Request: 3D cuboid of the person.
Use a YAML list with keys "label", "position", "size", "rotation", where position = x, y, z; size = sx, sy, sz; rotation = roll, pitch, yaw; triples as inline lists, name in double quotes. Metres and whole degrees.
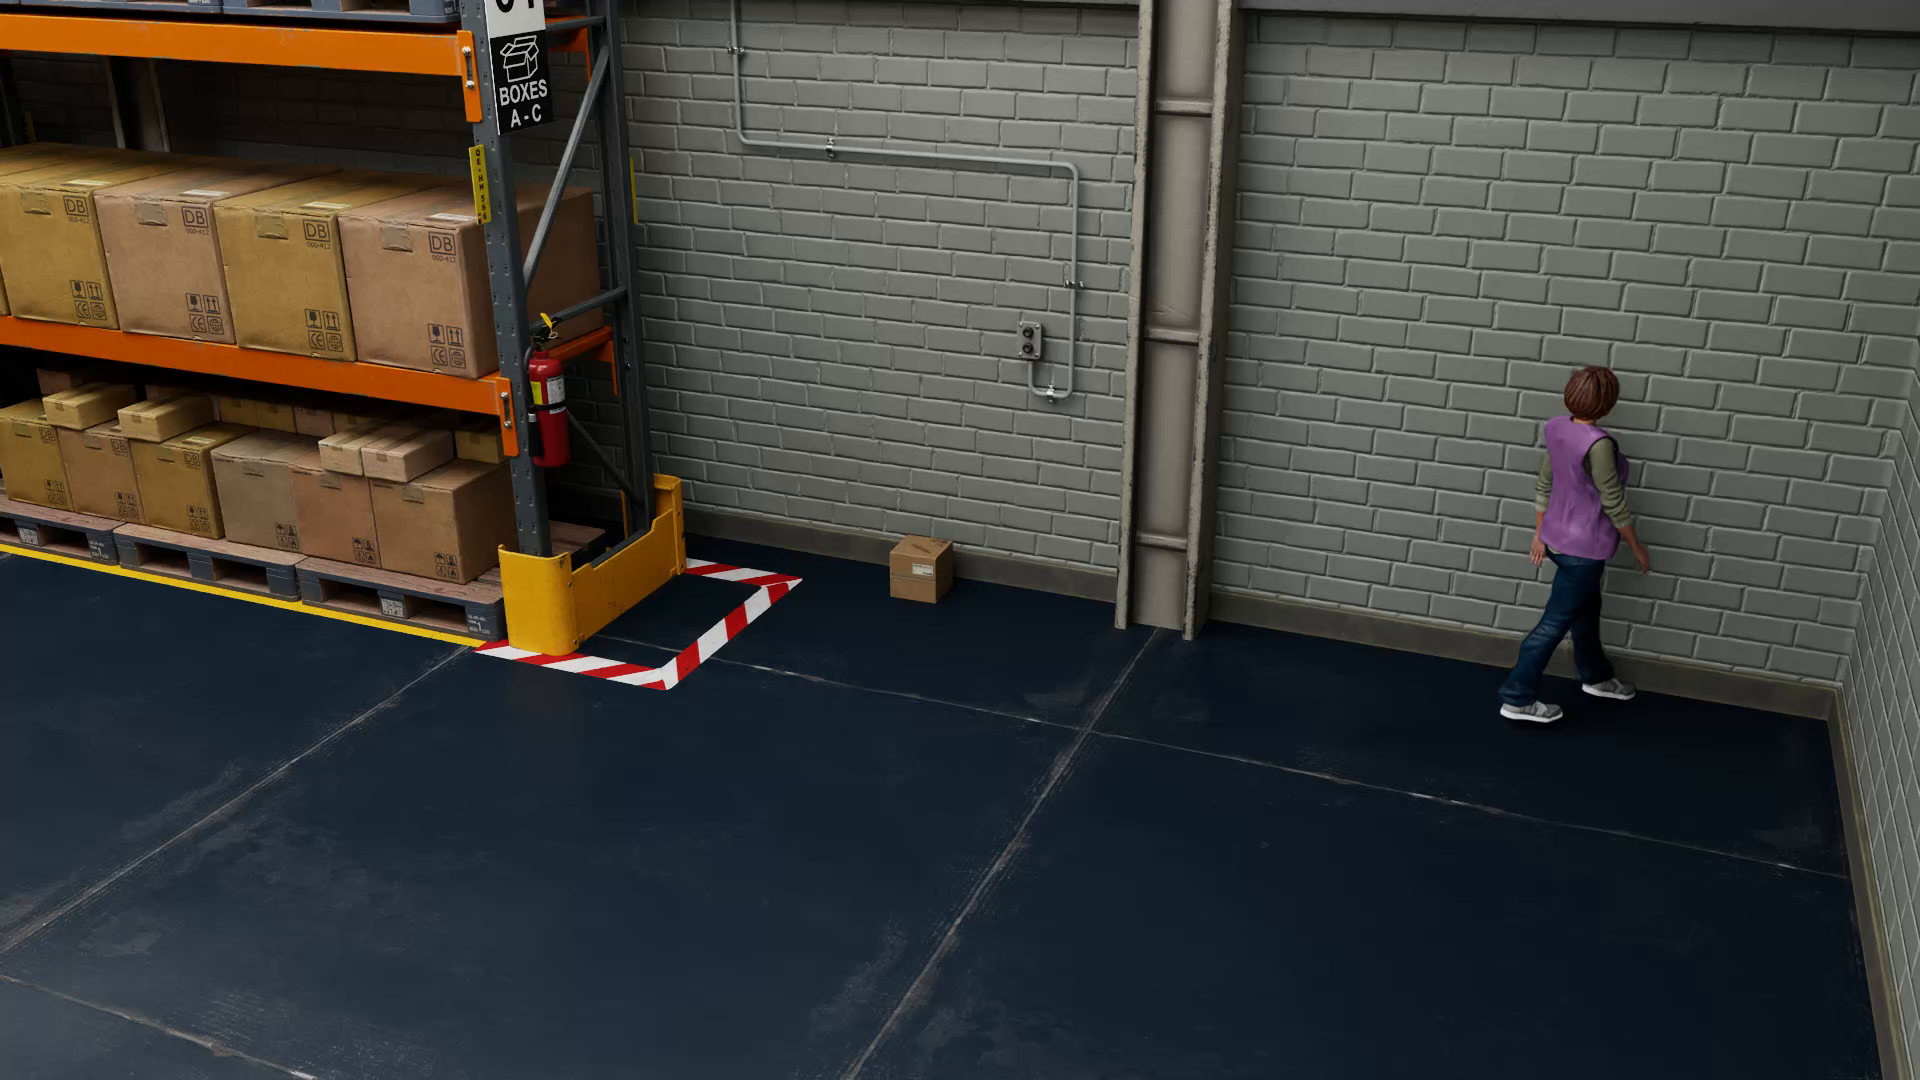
- label: "person"
  position: [2.695, 0.028, 7.020]
  size: [0.709, 1.592, 0.419]
  rotation: [-3, 23, -6]
